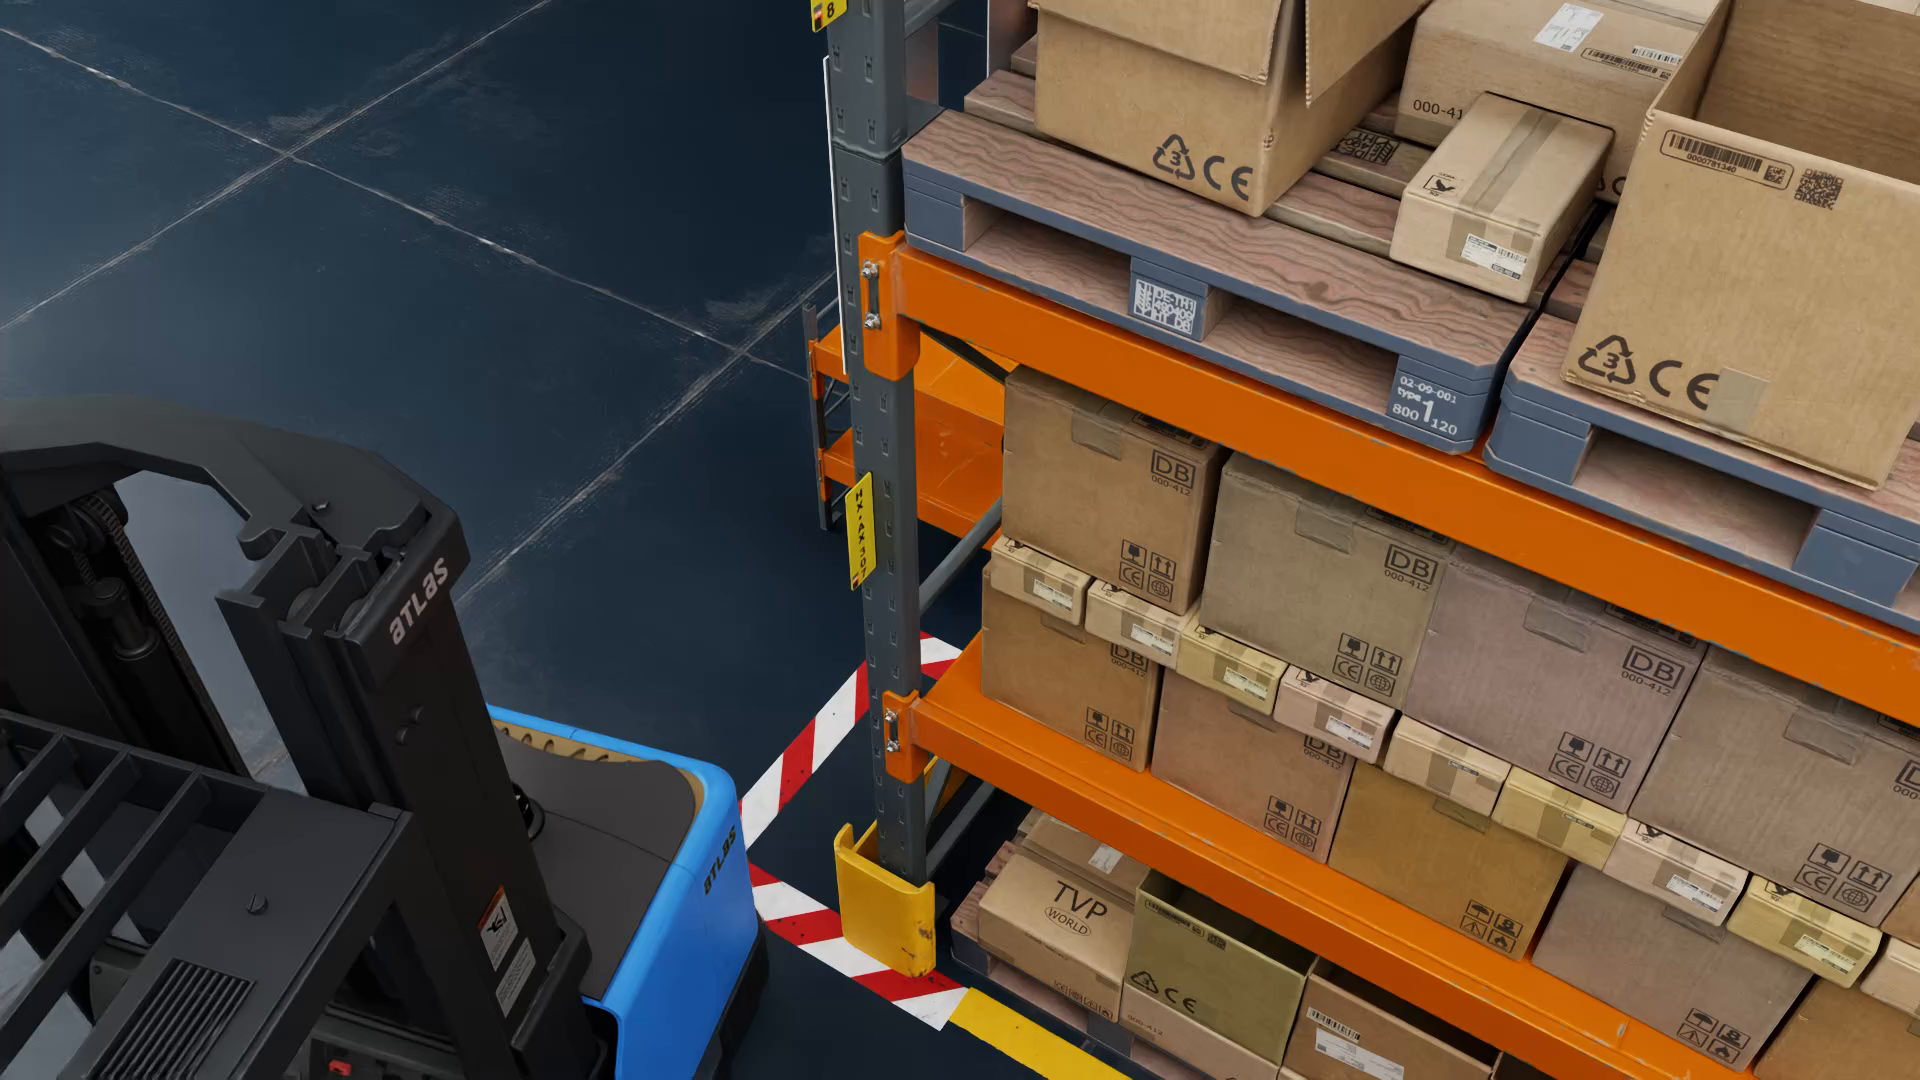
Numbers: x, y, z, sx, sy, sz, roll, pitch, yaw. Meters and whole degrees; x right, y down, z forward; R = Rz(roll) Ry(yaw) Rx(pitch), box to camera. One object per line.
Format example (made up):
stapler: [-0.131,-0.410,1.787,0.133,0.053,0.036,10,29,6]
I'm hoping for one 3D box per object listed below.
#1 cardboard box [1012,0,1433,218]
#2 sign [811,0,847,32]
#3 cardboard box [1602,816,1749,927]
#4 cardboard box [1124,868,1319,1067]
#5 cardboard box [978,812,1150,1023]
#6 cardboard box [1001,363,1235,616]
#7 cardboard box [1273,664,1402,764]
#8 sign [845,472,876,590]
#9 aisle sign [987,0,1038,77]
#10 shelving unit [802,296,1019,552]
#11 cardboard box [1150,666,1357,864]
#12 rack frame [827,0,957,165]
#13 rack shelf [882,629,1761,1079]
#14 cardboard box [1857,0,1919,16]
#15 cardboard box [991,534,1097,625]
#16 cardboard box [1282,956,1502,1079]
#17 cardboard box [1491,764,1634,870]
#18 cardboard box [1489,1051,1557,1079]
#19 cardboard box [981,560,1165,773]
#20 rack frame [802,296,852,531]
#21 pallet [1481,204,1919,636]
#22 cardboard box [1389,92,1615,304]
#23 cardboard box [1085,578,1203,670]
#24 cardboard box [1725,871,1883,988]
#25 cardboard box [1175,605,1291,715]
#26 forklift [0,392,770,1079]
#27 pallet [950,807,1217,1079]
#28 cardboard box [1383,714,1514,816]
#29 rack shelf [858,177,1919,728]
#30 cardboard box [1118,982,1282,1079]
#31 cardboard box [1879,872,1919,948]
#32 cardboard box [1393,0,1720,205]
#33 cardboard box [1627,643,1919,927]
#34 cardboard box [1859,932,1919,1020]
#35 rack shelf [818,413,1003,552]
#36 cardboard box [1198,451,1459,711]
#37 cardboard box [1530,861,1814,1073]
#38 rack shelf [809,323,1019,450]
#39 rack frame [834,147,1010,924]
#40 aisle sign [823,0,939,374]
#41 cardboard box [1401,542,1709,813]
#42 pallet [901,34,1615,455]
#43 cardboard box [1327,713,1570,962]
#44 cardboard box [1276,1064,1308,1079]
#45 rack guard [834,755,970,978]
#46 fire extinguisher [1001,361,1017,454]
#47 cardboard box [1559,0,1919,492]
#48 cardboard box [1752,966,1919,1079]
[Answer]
cardboard box: [0.547,-1.073,3.147,0.637,0.503,0.797,28,52,25]
sign: [-0.239,-1.066,2.938,0.005,0.325,0.100,25,51,22]
cardboard box: [1.573,0.595,3.558,0.250,0.149,0.380,25,51,22]
cardboard box: [0.819,1.064,4.727,0.500,0.500,0.500,25,51,22]
cardboard box: [0.397,1.132,5.182,0.500,0.250,0.500,25,51,22]
cardboard box: [0.496,-0.299,3.975,0.500,0.500,0.700,25,51,22]
cardboard box: [0.924,0.297,3.848,0.250,0.149,0.380,24,50,22]
sign: [-0.239,-0.018,4.017,0.005,0.325,0.100,25,51,22]
aisle sign: [0.169,-1.130,3.944,0.004,0.787,0.394,25,51,22]
shelving unit: [0.006,-0.389,6.344,1.048,1.125,0.538,25,51,22]
cardboard box: [0.897,0.333,4.265,0.500,0.500,0.700,26,51,23]
rack frame: [0.066,-2.112,2.528,0.127,3.000,1.000,25,51,22]
rack shelf: [1.749,1.004,4.185,4.000,0.370,1.077,25,51,22]
cardboard box: [1.646,-0.729,2.947,0.500,0.311,0.500,31,53,26]
cardboard box: [0.280,0.000,4.137,0.250,0.149,0.380,24,51,22]
cardboard box: [1.247,1.249,4.546,0.500,0.500,0.500,25,51,22]
cardboard box: [1.365,0.497,3.653,0.250,0.149,0.380,24,50,22]
cardboard box: [1.658,1.453,4.348,0.500,0.500,0.500,25,51,22]
cardboard box: [0.452,0.132,4.460,0.500,0.500,0.700,25,51,22]
rack frame: [-0.422,-0.586,6.535,0.032,1.125,0.500,25,51,22]
pallet: [1.678,-0.275,2.896,1.213,0.211,1.003,25,51,22]
cardboard box: [0.961,-0.612,2.947,0.250,0.149,0.380,25,51,22]
cardboard box: [0.504,0.100,4.039,0.250,0.149,0.380,23,50,21]
cardboard box: [1.795,0.697,3.459,0.250,0.149,0.380,26,51,23]
cardboard box: [0.713,0.198,3.944,0.250,0.149,0.380,25,51,22]
forklift: [-1.538,1.272,3.470,1.130,2.935,3.031,13,47,12]
pallet: [0.732,1.221,5.416,1.213,0.211,1.003,25,51,22]
cardboard box: [1.150,0.398,3.749,0.250,0.149,0.380,23,50,21]
rack shelf: [1.749,-0.042,3.109,4.000,0.370,1.077,25,51,22]
cardboard box: [0.820,1.324,4.997,0.500,0.250,0.500,25,51,22]
cardboard box: [2.209,0.483,3.215,0.500,0.500,0.700,25,51,22]
cardboard box: [1.178,-0.923,3.178,0.500,0.250,0.500,25,51,22]
cardboard box: [1.789,0.289,3.403,0.500,0.500,0.700,25,51,22]
cardboard box: [2.020,0.798,3.361,0.250,0.149,0.380,26,51,23]
rack shelf: [0.006,-0.219,6.519,1.000,0.278,0.538,25,51,22]
cardboard box: [0.942,-0.099,3.780,0.500,0.500,0.700,23,50,21]
cardboard box: [1.757,0.730,3.879,0.500,0.500,0.700,26,51,23]
rack shelf: [0.006,-0.593,6.134,1.000,0.278,0.538,25,51,22]
rack frame: [0.066,-0.021,4.679,0.127,3.000,1.000,25,51,22]
aisle sign: [-0.155,-0.768,3.592,0.004,0.787,0.394,25,51,22]
cardboard box: [1.367,0.096,3.591,0.500,0.500,0.700,25,51,22]
pallet: [0.647,-0.747,3.354,1.213,0.211,1.003,25,51,22]
cardboard box: [1.311,0.528,4.075,0.500,0.500,0.700,25,51,22]
cardboard box: [1.241,1.518,4.808,0.500,0.250,0.500,25,51,22]
rack guard: [0.046,0.840,5.585,0.348,0.500,1.175,25,51,22]
fire extinguisher: [0.217,-0.321,5.024,0.183,0.674,0.296,25,51,22]
cardboard box: [1.316,-0.489,2.582,0.500,0.500,0.500,25,51,22]
cardboard box: [2.188,0.928,3.687,0.500,0.500,0.700,25,51,23]
